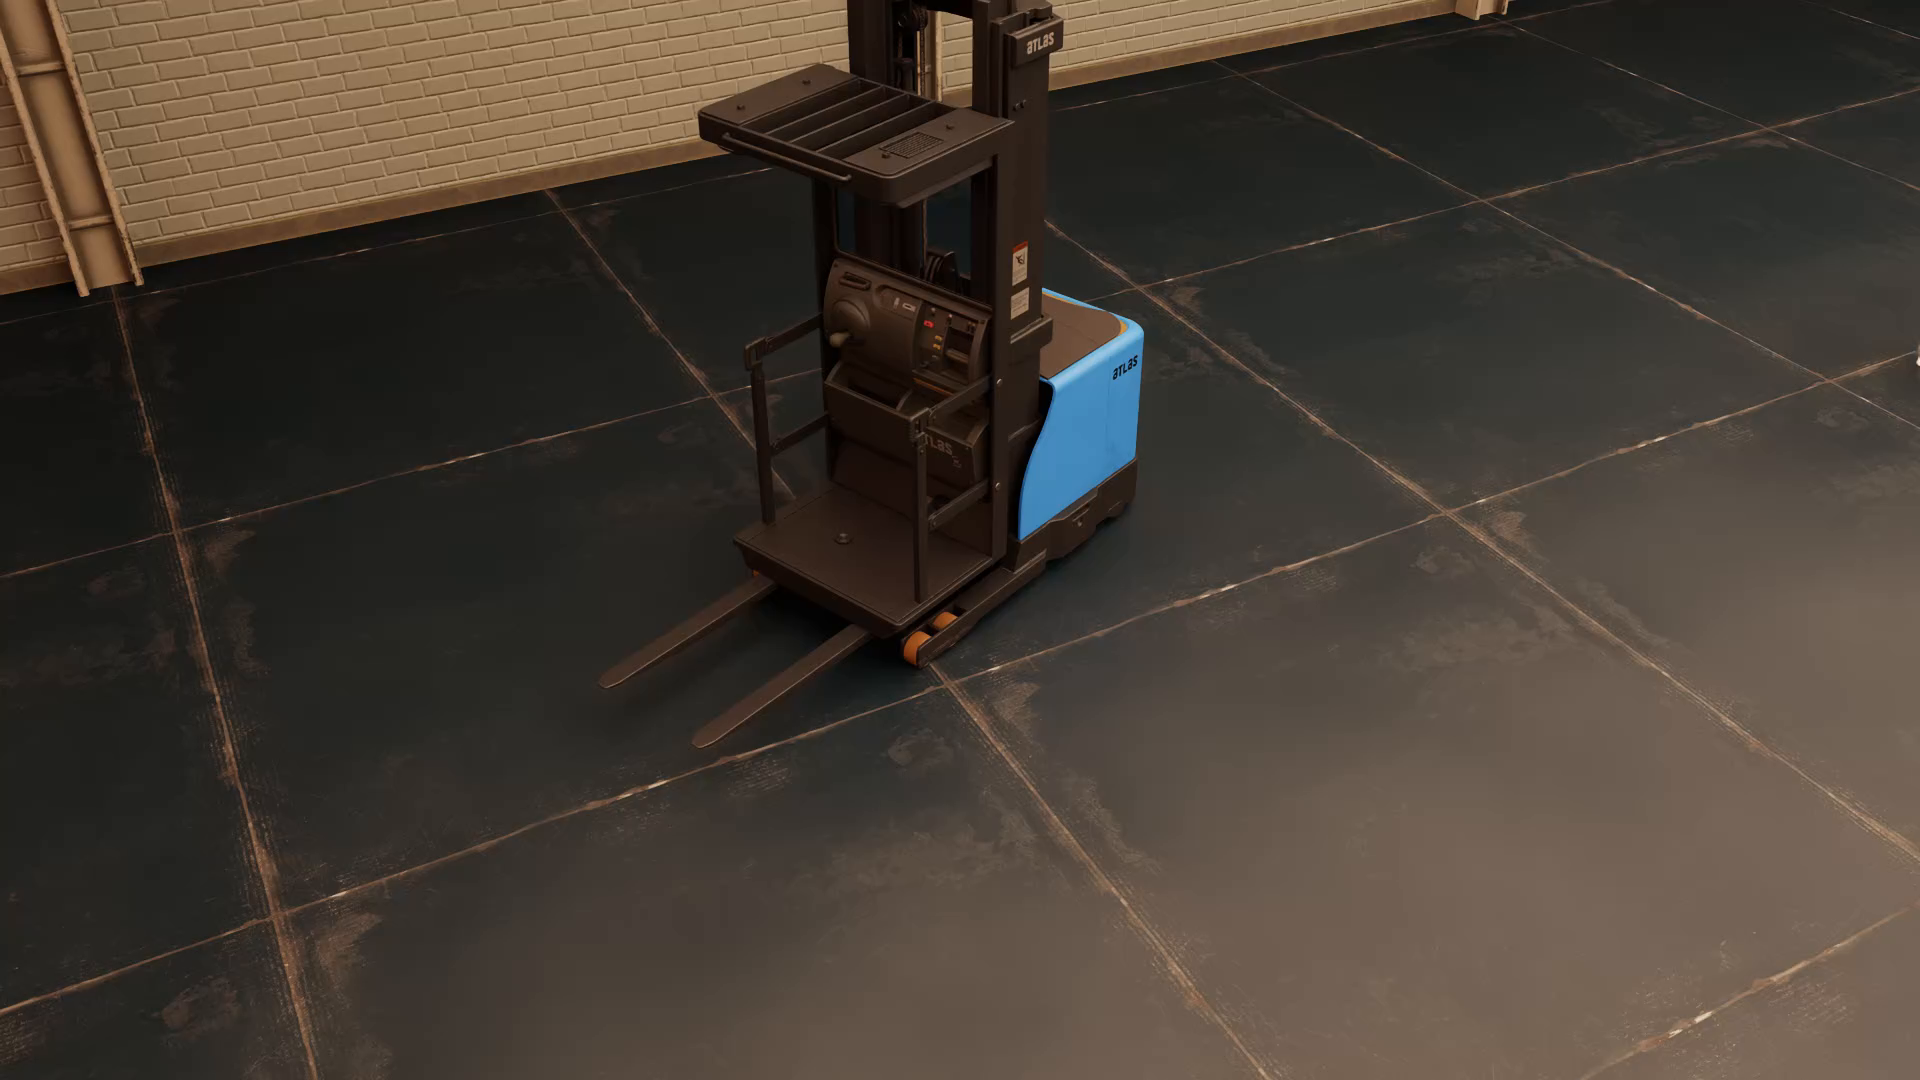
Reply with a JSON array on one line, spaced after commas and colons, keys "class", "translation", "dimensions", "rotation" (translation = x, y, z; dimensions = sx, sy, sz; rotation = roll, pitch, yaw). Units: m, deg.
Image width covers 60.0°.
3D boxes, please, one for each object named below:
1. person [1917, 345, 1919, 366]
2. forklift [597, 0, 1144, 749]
[{"class": "person", "translation": [5.939, -1.691, 9.674], "dimensions": [0.429, 1.610, 0.498], "rotation": [-8, 36, -12]}, {"class": "forklift", "translation": [-0.390, -0.927, 7.434], "dimensions": [1.130, 2.935, 3.031], "rotation": [26, 43, 31]}]
